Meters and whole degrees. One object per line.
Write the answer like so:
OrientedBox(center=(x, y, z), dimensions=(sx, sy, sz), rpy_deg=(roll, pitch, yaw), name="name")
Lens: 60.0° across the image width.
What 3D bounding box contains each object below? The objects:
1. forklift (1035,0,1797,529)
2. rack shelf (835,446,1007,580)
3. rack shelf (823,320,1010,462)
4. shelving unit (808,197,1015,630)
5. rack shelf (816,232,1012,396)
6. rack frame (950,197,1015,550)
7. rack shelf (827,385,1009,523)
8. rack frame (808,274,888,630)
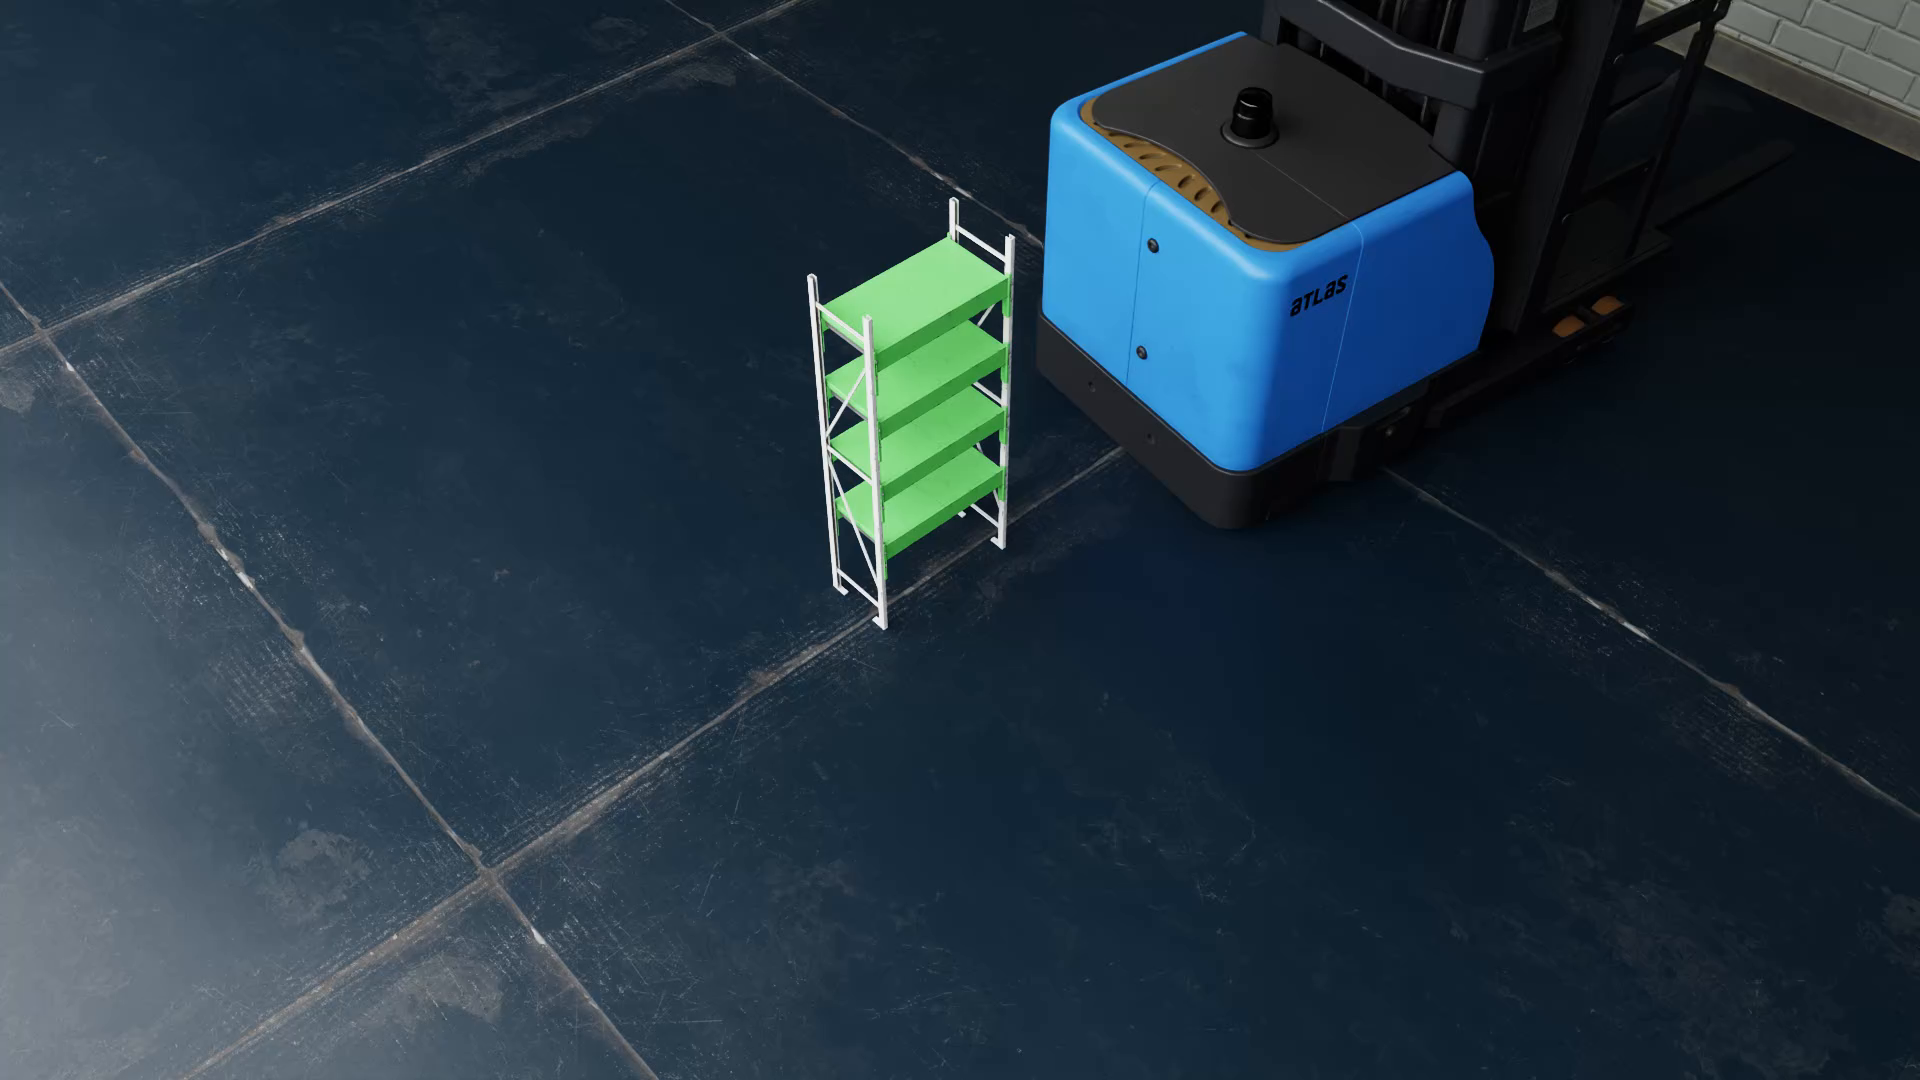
OrientedBox(center=(1.757, -1.901, 5.010), dimensions=(3.031, 2.935, 1.130), rpy_deg=(-27, 53, -23), name="forklift")
OrientedBox(center=(-0.122, -0.119, 4.957), dimensions=(0.480, 0.148, 0.258), rpy_deg=(-34, 56, -27), name="rack shelf")
OrientedBox(center=(-0.122, -0.444, 4.604), dimensions=(0.480, 0.148, 0.258), rpy_deg=(-34, 56, -27), name="rack shelf")
OrientedBox(center=(-0.122, -0.325, 4.734), dimensions=(0.503, 1.200, 0.258), rpy_deg=(-34, 56, -27), name="shelving unit")
OrientedBox(center=(-0.122, -0.607, 4.428), dimensions=(0.480, 0.148, 0.258), rpy_deg=(-34, 56, -27), name="rack shelf")
OrientedBox(center=(0.058, -0.446, 4.845), dimensions=(0.015, 1.200, 0.240), rpy_deg=(-34, 56, -27), name="rack frame")
OrientedBox(center=(-0.122, -0.282, 4.780), dimensions=(0.480, 0.148, 0.258), rpy_deg=(-34, 56, -27), name="rack shelf")
OrientedBox(center=(-0.303, -0.204, 4.622), dimensions=(0.015, 1.200, 0.240), rpy_deg=(-34, 56, -27), name="rack frame")
